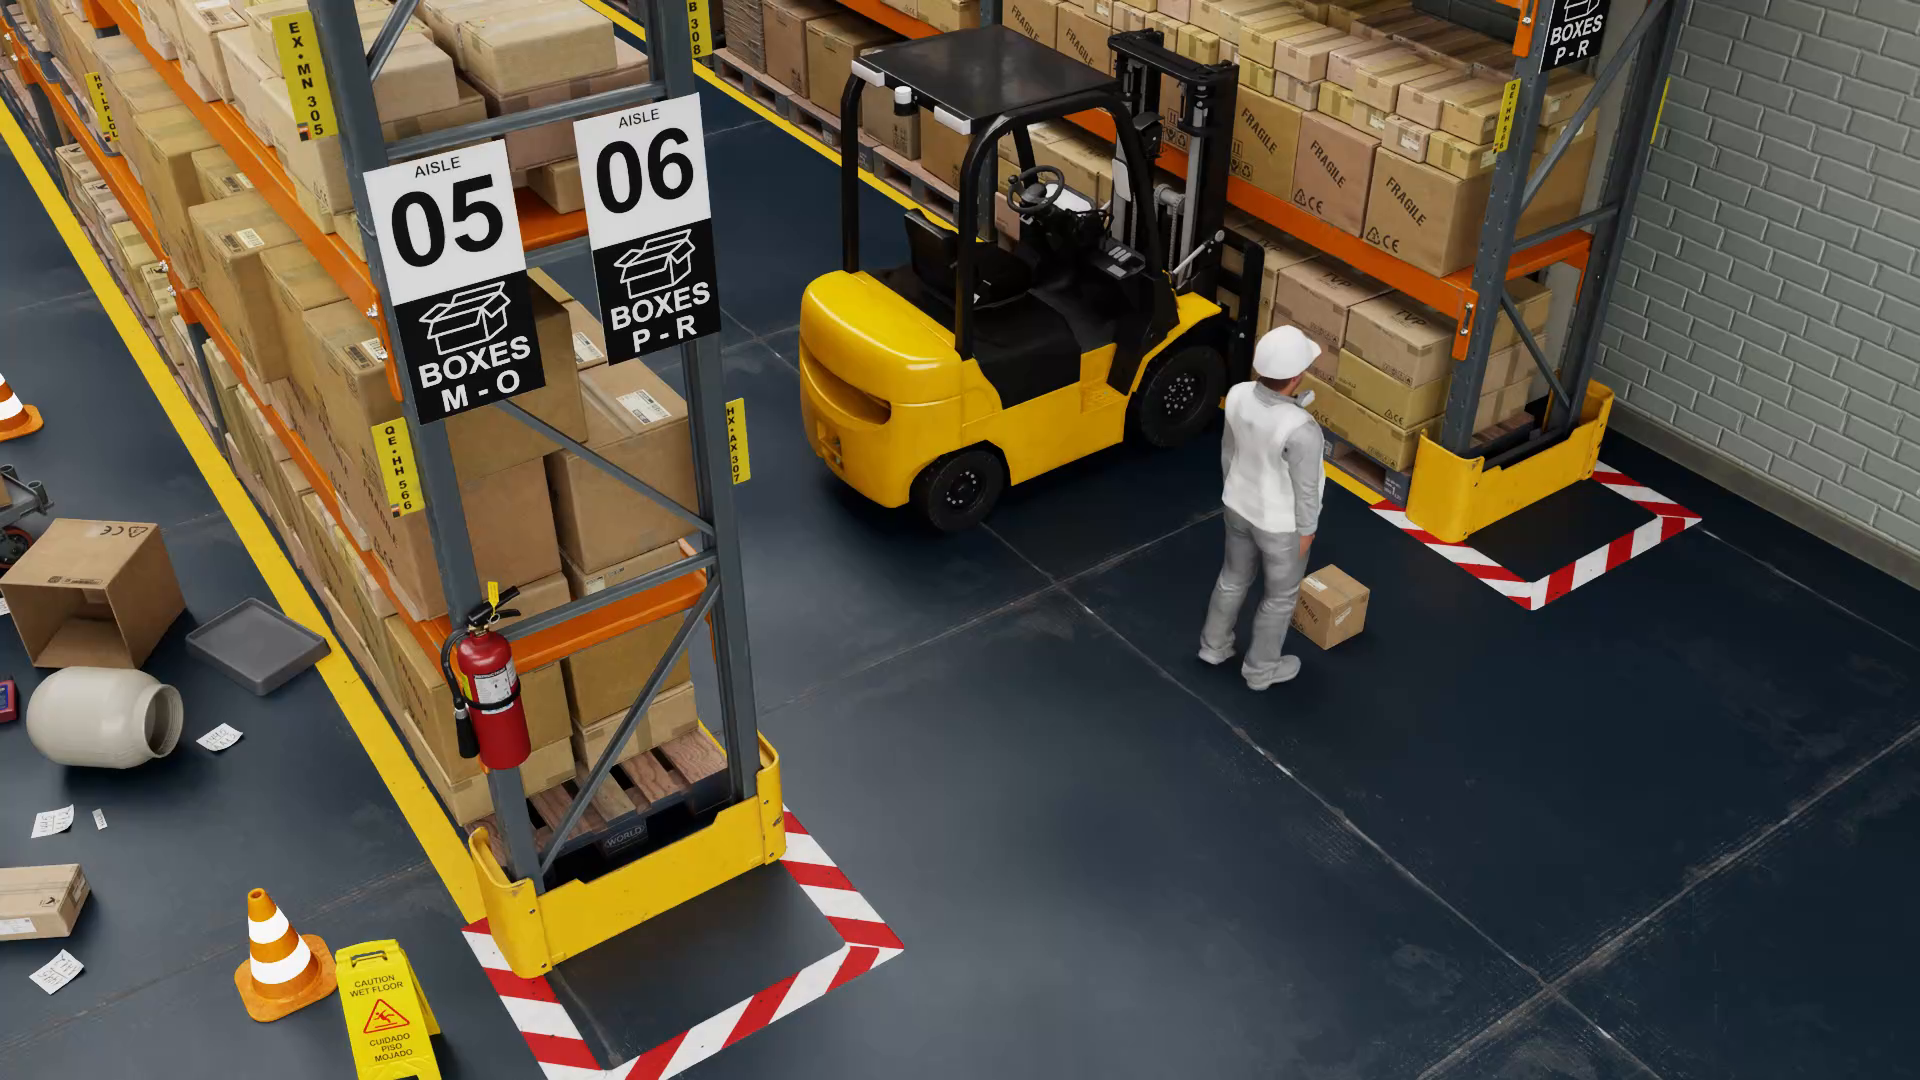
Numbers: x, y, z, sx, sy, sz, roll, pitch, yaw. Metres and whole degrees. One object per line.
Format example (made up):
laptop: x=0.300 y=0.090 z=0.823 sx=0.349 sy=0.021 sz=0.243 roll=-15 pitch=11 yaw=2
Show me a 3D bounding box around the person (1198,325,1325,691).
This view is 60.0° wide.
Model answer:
person: x=1.334 y=-0.110 z=7.197 sx=0.371 sy=1.843 sz=0.534 roll=-22 pitch=41 yaw=-27
